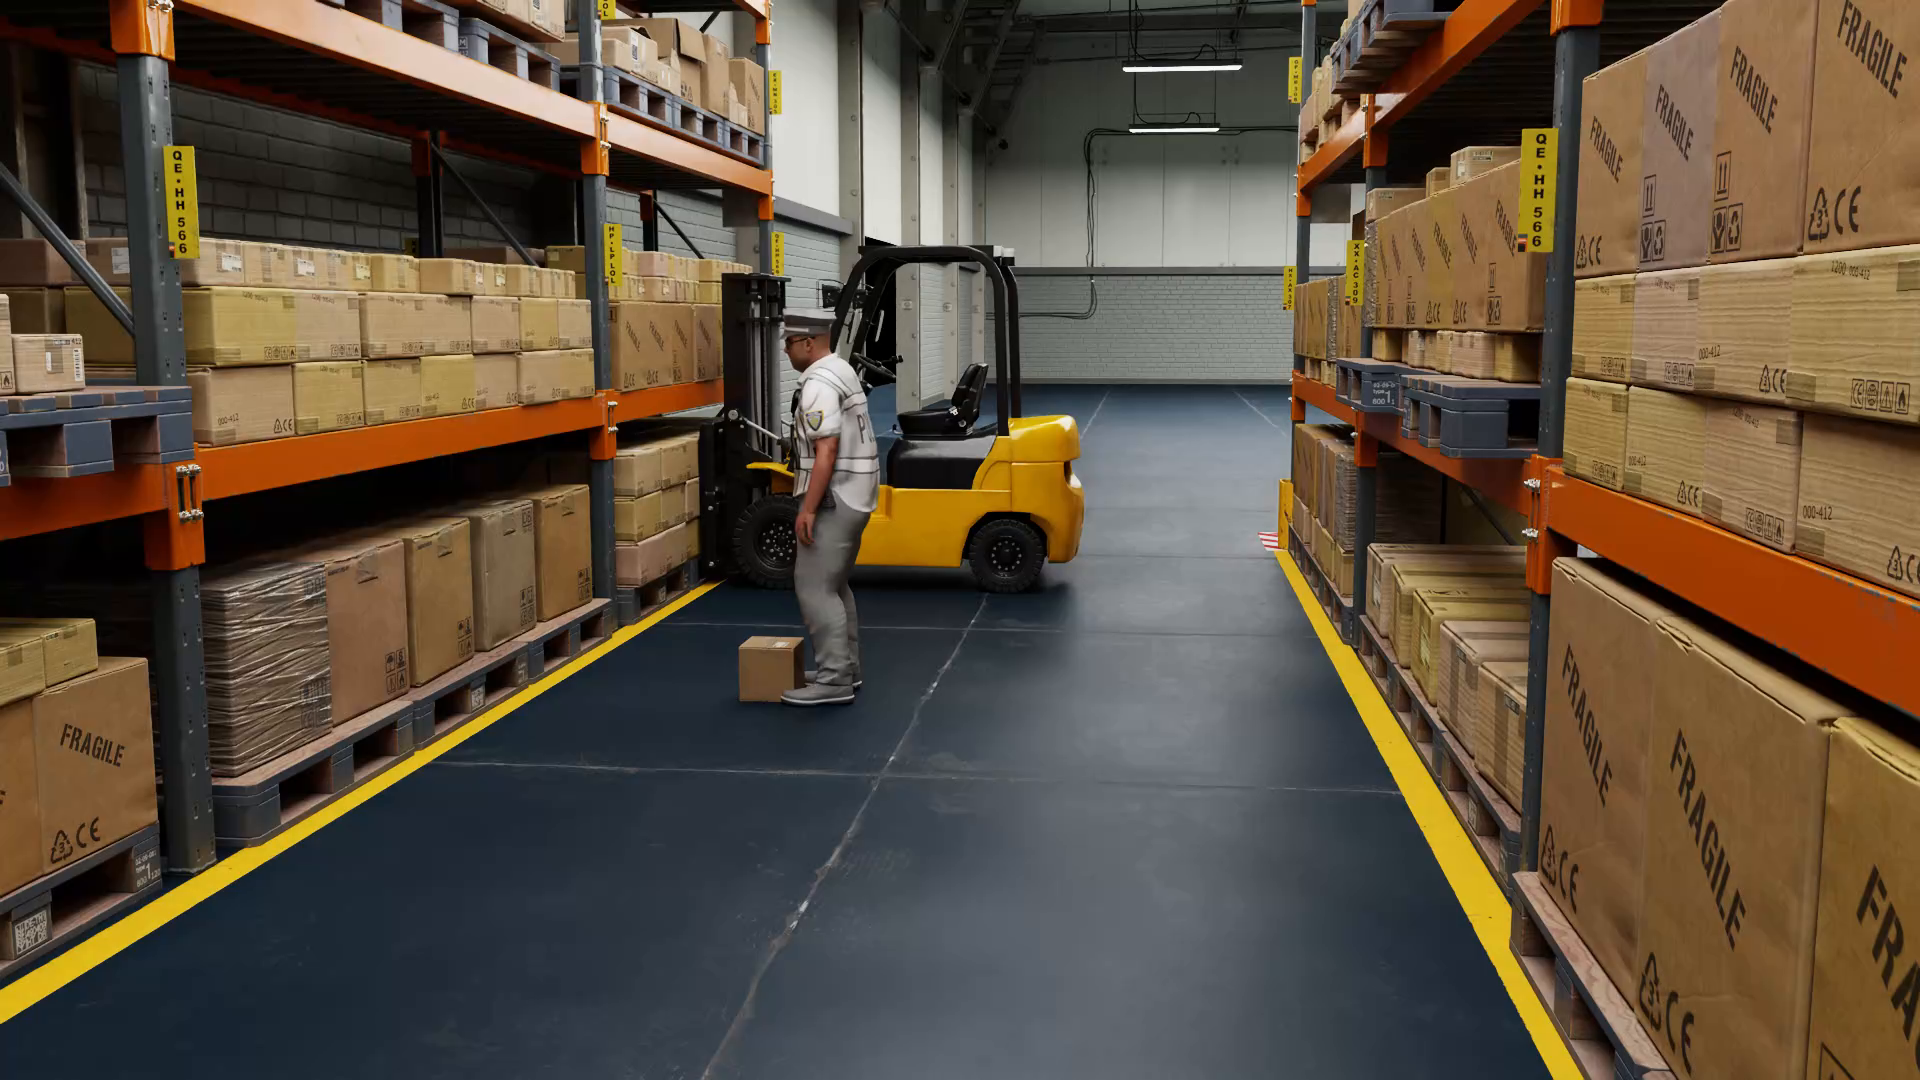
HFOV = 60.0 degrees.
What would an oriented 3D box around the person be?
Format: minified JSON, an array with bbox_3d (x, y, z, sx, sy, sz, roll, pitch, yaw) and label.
[{"bbox_3d":[-0.581,-0.155,7.431,0.433,1.748,0.585,1,8,6],"label":"person"}]
